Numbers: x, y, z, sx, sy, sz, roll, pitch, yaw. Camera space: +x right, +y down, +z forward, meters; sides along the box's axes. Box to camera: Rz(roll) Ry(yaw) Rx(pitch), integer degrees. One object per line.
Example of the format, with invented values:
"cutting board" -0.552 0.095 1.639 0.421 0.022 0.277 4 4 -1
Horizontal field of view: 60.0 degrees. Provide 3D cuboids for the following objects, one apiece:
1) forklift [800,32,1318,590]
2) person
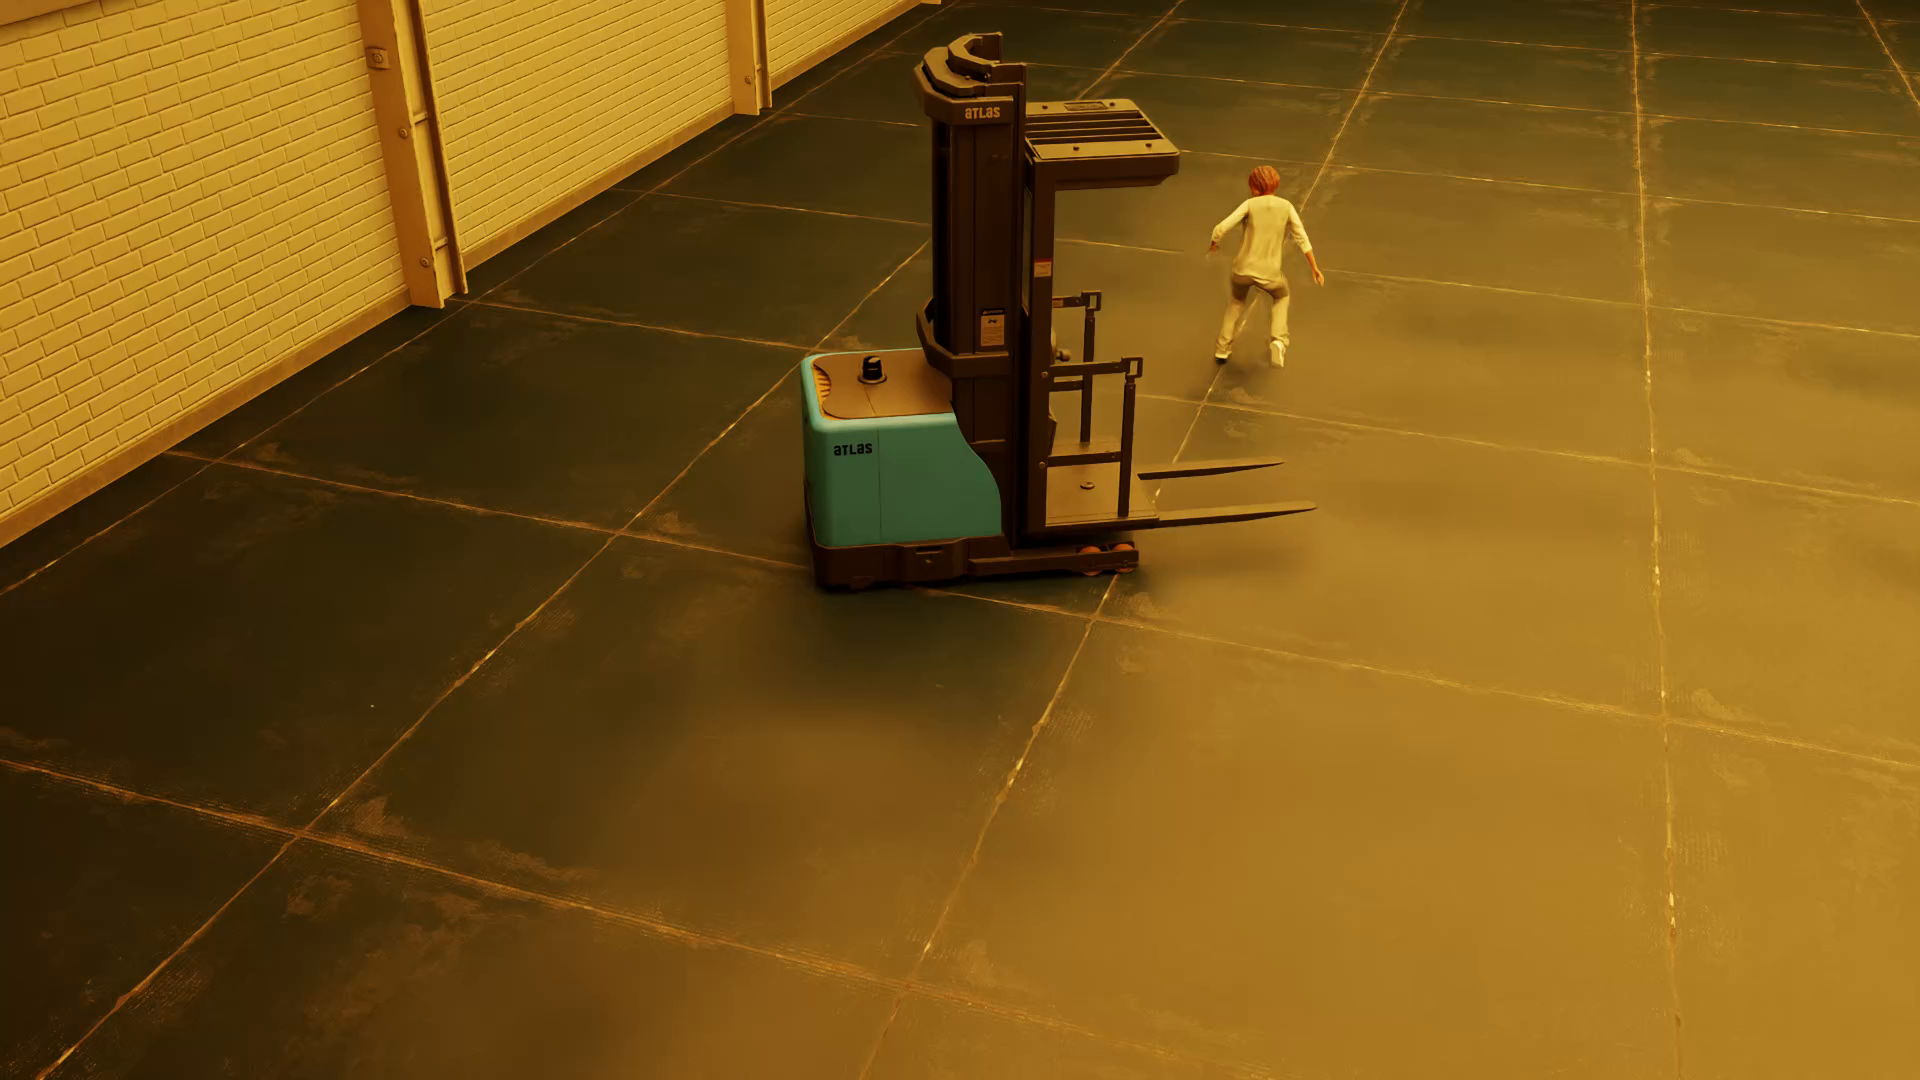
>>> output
"forklift" 0.603 -1.321 9.453 3.031 2.935 1.130 -5 30 -8
"person" 2.236 -1.975 12.158 0.843 1.453 0.445 6 30 10
